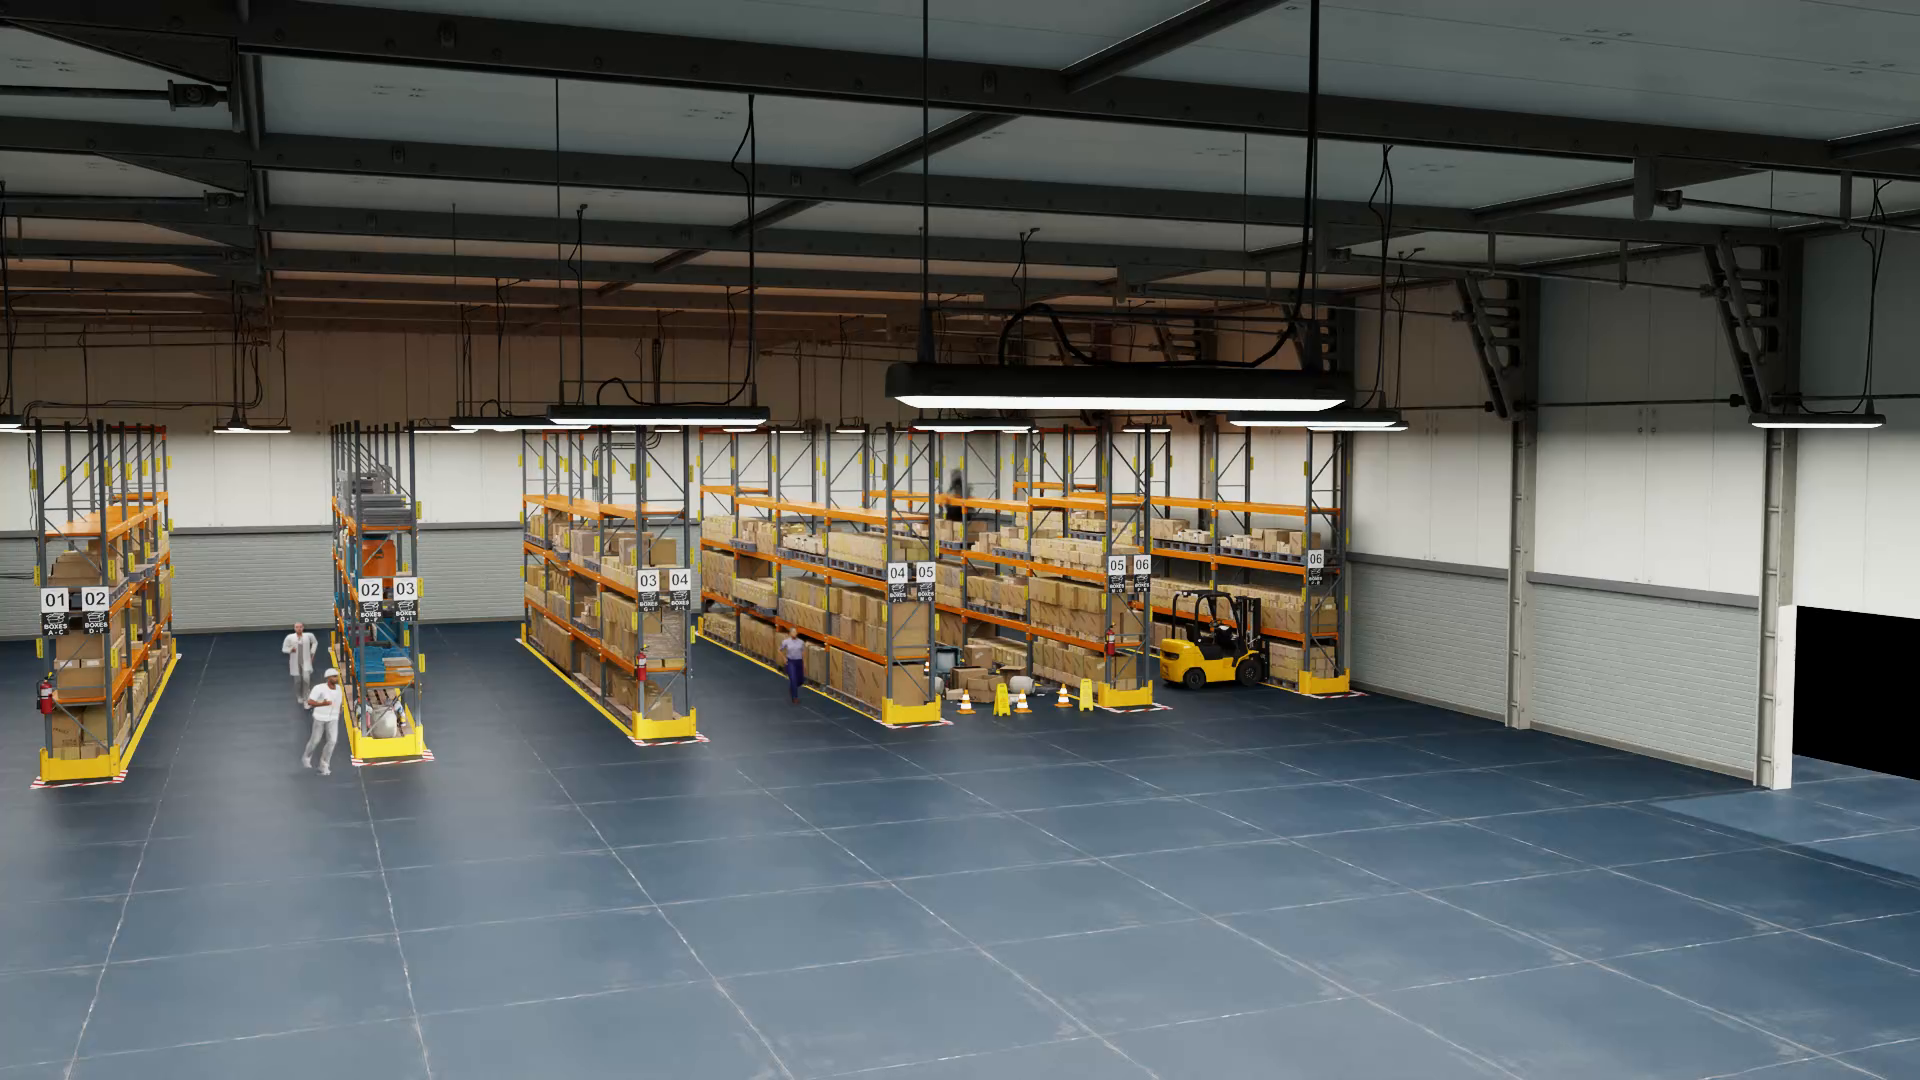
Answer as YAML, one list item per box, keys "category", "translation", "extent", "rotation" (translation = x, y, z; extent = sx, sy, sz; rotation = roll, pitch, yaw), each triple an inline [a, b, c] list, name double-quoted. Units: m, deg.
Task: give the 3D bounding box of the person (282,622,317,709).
- category: "person"
  translation: [-13.941, 2.646, 35.137]
  extent: [0.687, 1.851, 0.868]
  rotation: [-1, 4, -20]

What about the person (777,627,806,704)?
- category: "person"
  translation: [-3.587, 2.682, 35.765]
  extent: [0.619, 1.611, 0.774]
  rotation: [-2, 4, -28]

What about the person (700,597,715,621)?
- category: "person"
  translation: [-7.510, 1.818, 49.386]
  extent: [0.551, 1.633, 0.719]
  rotation: [0, 4, 0]

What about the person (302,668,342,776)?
- category: "person"
  translation: [-10.798, 3.078, 28.390]
  extent: [0.809, 1.769, 0.703]
  rotation: [3, 5, 44]
